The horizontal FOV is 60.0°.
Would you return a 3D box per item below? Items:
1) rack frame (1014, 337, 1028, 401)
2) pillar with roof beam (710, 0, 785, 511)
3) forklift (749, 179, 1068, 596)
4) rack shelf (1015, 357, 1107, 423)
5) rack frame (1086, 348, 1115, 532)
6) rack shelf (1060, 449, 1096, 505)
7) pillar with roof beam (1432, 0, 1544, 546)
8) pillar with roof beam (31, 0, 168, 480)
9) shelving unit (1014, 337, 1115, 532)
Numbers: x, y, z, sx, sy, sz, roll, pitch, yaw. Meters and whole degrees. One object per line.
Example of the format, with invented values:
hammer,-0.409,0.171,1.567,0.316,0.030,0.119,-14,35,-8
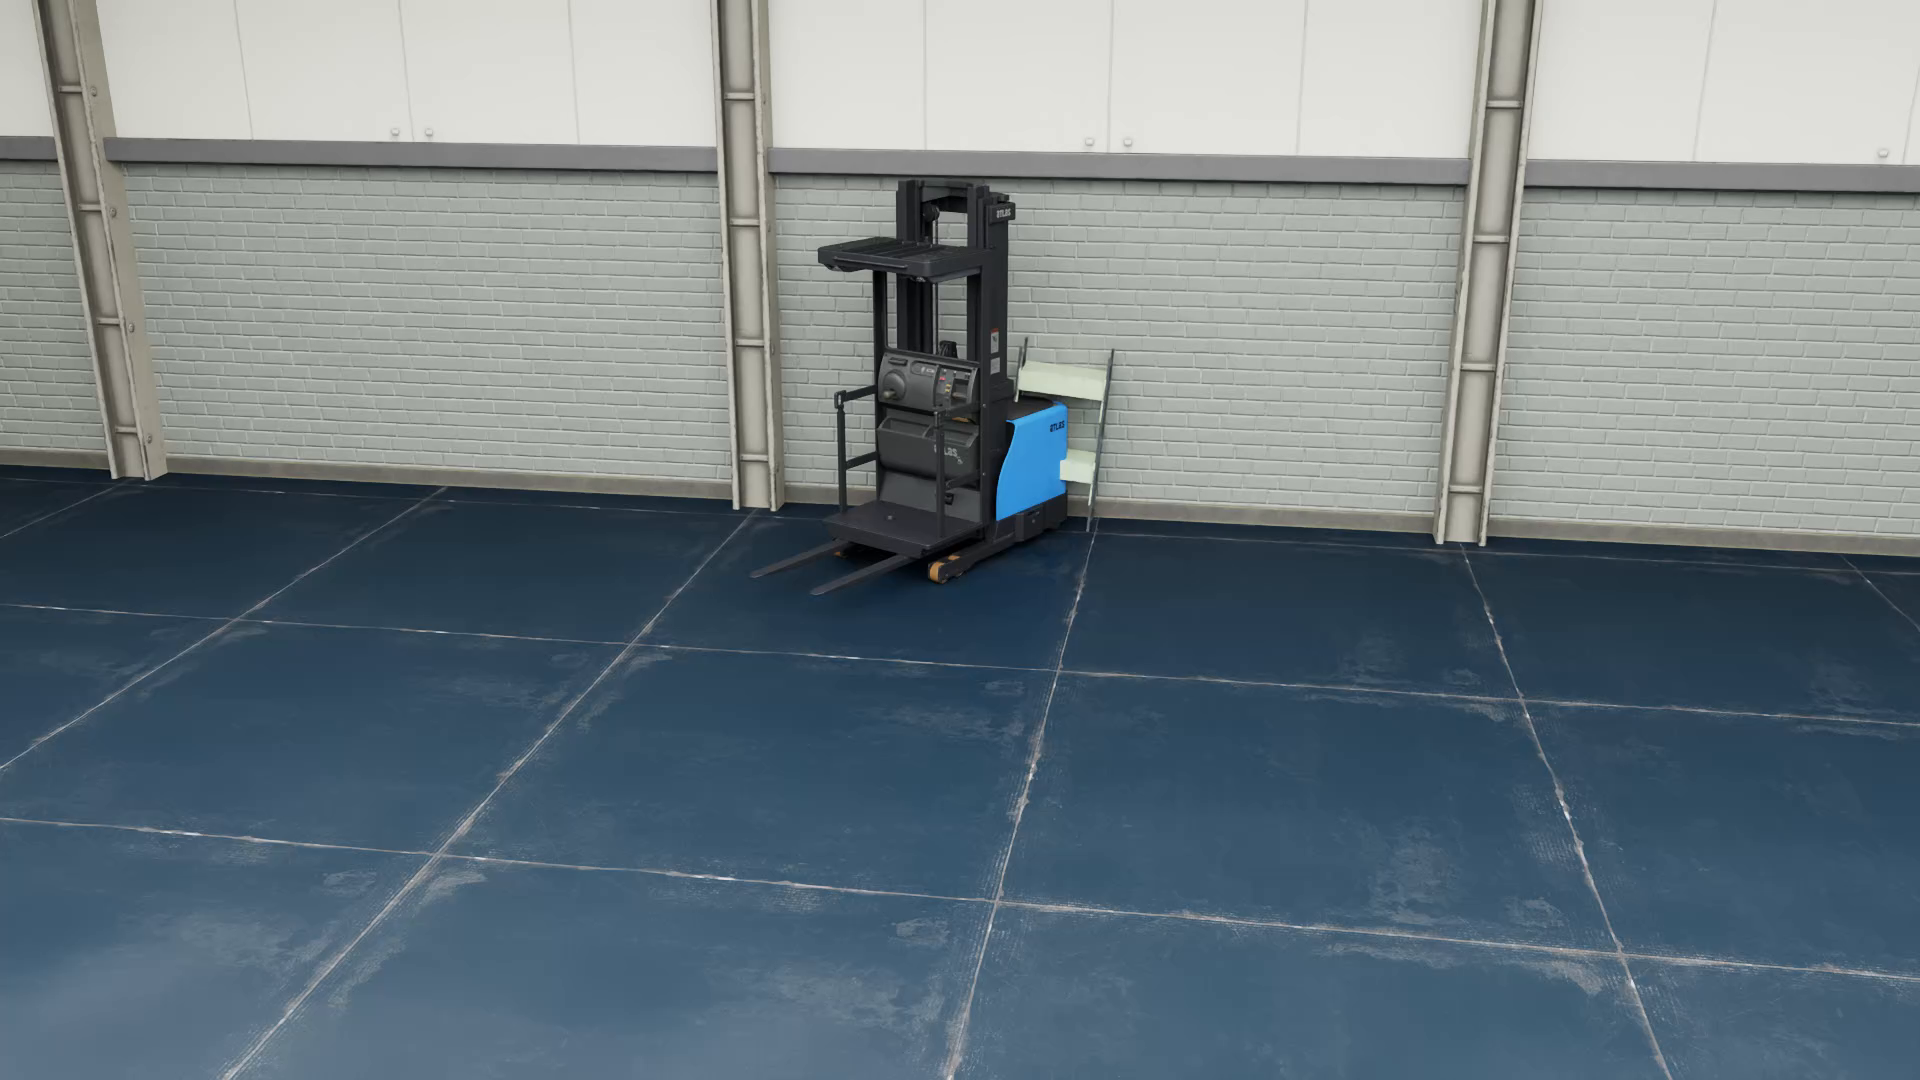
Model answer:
rack frame,0.457,-0.940,14.033,0.023,1.500,0.400,8,20,7
pillar with roof beam,-2.460,-3.229,9.270,0.400,9.000,9.100,3,19,9
forklift,-0.381,-1.231,12.863,1.130,2.935,3.031,14,23,35
rack shelf,0.855,-1.253,13.860,0.720,0.370,0.431,8,20,7
rack frame,1.177,-0.835,13.946,0.023,1.500,0.400,8,20,7
rack shelf,0.785,-0.581,14.097,0.720,0.370,0.431,8,20,7
pillar with roof beam,3.464,-2.927,8.368,0.400,9.000,9.100,3,19,9
pillar with roof beam,-8.384,-3.530,10.173,0.400,9.000,9.100,3,19,9
shelving unit,0.817,-0.887,13.989,0.755,1.500,0.431,8,20,7
